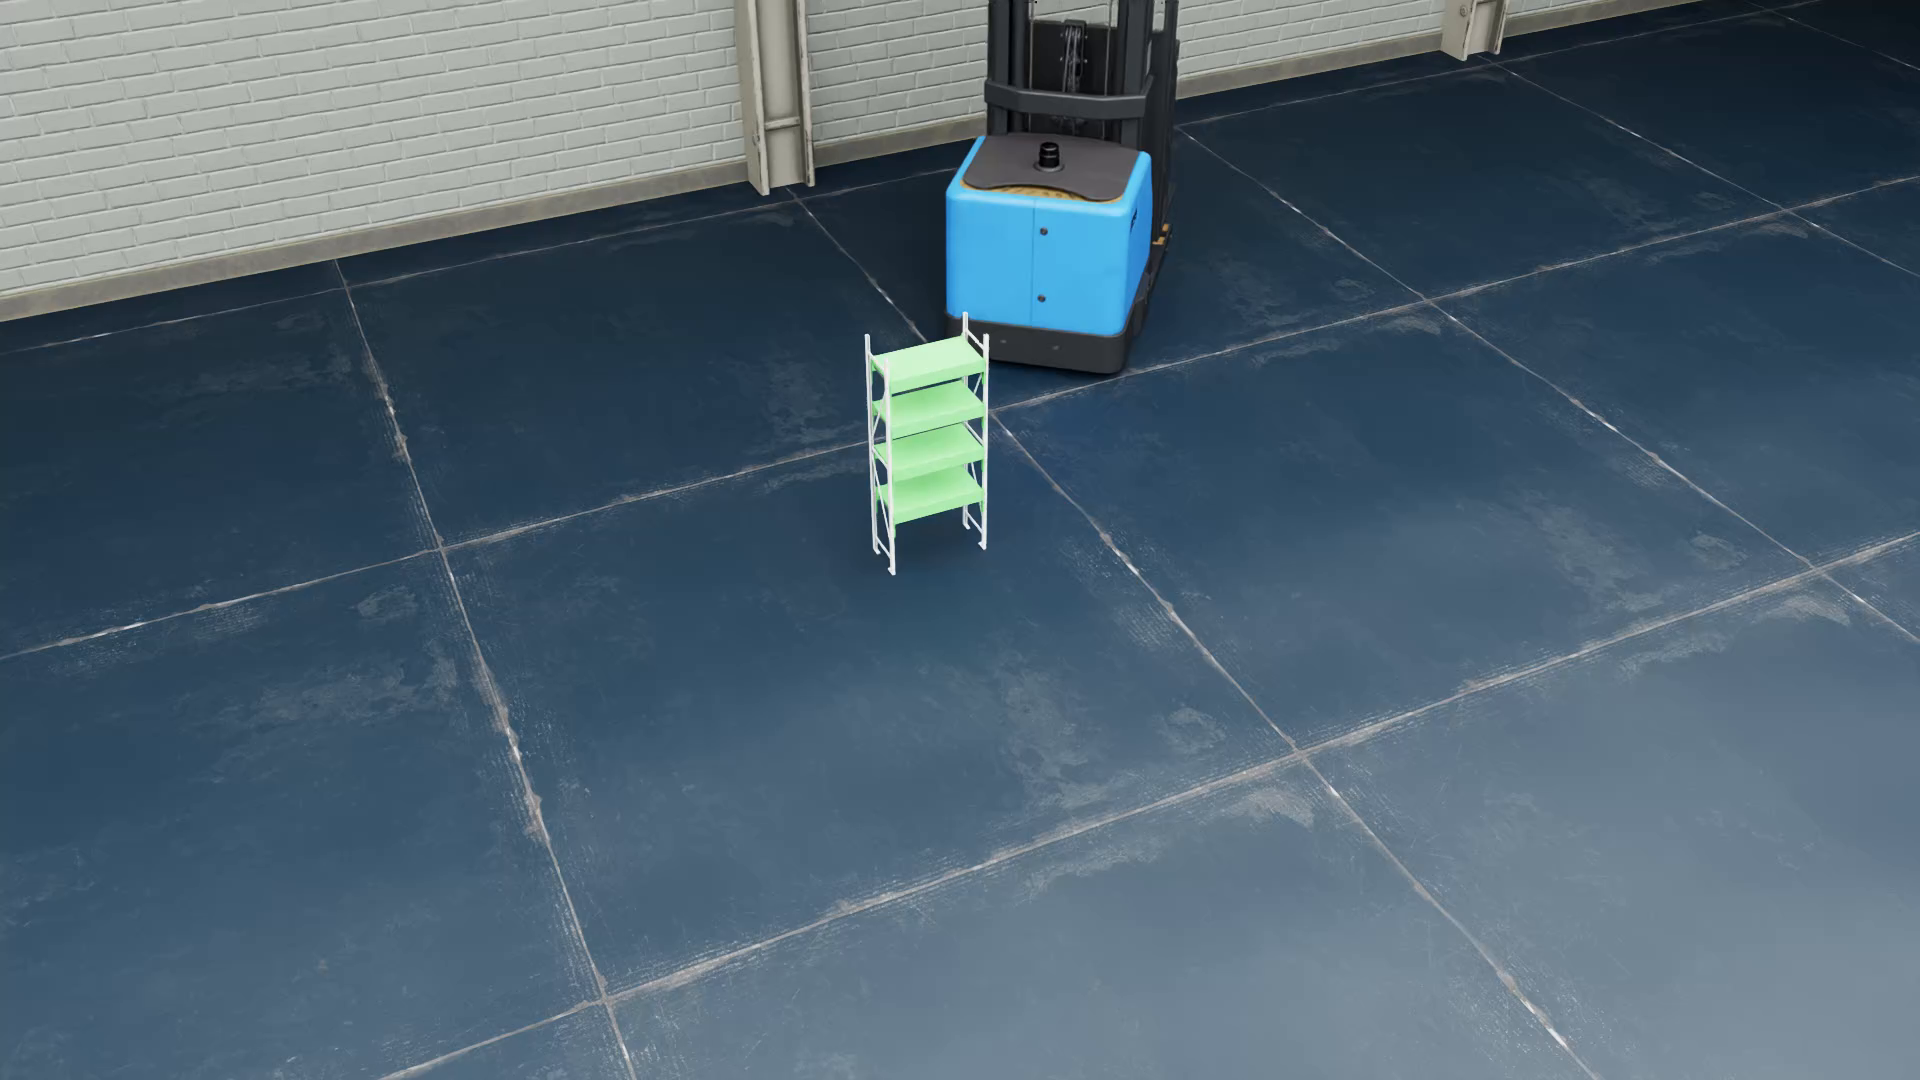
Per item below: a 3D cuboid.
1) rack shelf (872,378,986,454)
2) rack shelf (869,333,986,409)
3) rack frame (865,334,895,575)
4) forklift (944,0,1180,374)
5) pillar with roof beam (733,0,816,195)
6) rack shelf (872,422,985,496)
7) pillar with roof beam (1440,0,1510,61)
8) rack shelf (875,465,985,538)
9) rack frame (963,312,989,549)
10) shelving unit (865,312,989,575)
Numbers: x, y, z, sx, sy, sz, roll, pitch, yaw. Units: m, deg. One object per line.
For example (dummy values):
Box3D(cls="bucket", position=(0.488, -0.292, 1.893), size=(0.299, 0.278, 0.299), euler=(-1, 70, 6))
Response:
Box3D(cls="rack shelf", position=(-0.150, -0.581, 7.731), size=(0.480, 0.148, 0.258), euler=(-16, 39, -20))
Box3D(cls="rack shelf", position=(-0.150, -0.774, 7.588), size=(0.480, 0.148, 0.258), euler=(-16, 39, -20))
Box3D(cls="rack frame", position=(-0.371, -0.378, 7.753), size=(0.015, 1.200, 0.240), euler=(-16, 39, -20))
Box3D(cls="forklift", position=(0.759, -2.997, 9.830), size=(1.130, 2.935, 3.031), euler=(8, 37, 11))
Box3D(cls="pillar with roof beam", position=(0.580, -3.796, 5.815), size=(0.400, 9.000, 9.100), euler=(-16, 39, -20))
Box3D(cls="rack shelf", position=(-0.150, -0.389, 7.874), size=(0.480, 0.148, 0.258), euler=(-16, 39, -20))
Box3D(cls="pillar with roof beam", position=(6.012, -5.315, 7.862), size=(0.400, 9.000, 9.100), euler=(-16, 39, -20))
Box3D(cls="rack shelf", position=(-0.150, -0.196, 8.017), size=(0.480, 0.148, 0.258), euler=(-16, 39, -20))
Box3D(cls="rack frame", position=(0.071, -0.502, 7.919), size=(0.015, 1.200, 0.240), euler=(-16, 39, -20))
Box3D(cls="shelving unit", position=(-0.150, -0.440, 7.836), size=(0.503, 1.200, 0.258), euler=(-16, 39, -20))
